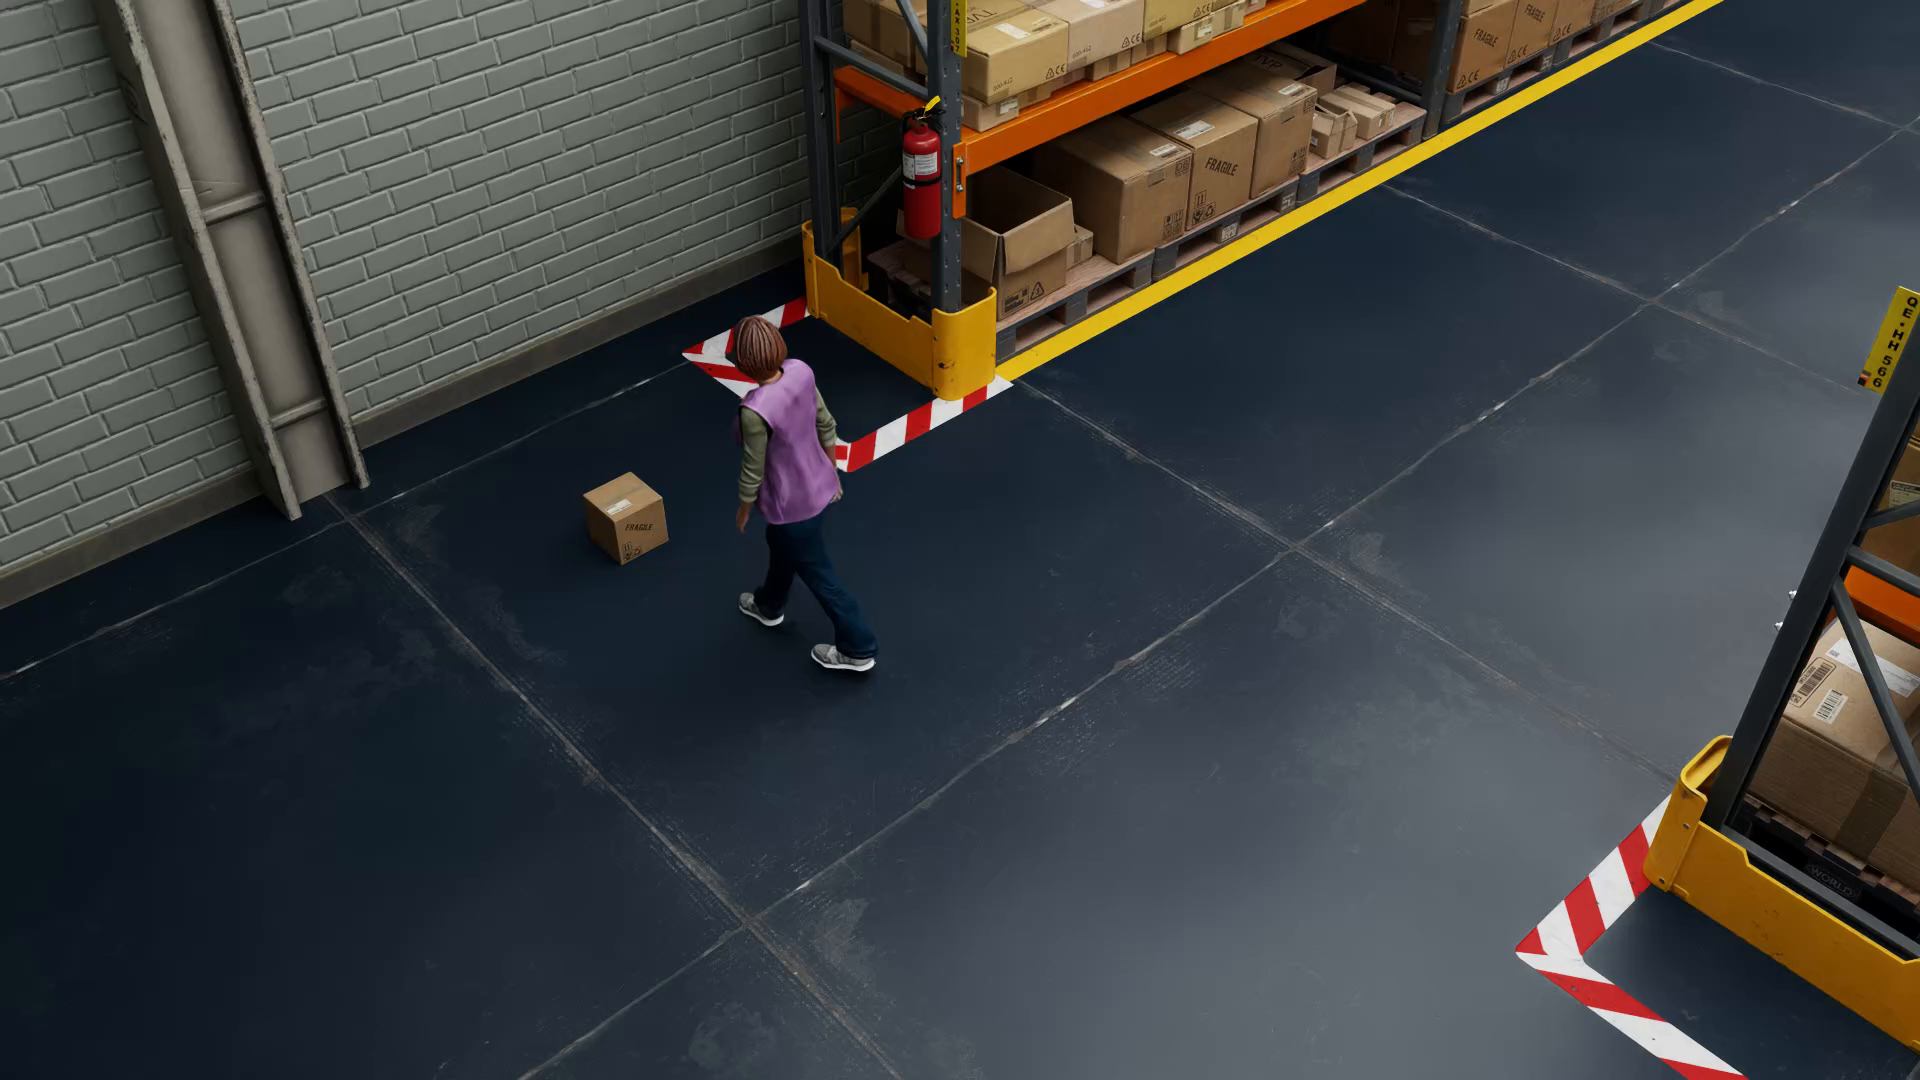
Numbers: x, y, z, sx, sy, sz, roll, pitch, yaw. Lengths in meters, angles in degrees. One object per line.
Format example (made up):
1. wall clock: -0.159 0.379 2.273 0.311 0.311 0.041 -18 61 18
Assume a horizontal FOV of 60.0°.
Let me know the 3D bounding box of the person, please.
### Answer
1. person: -0.657 -0.159 6.351 0.729 1.584 0.419 15 43 17
